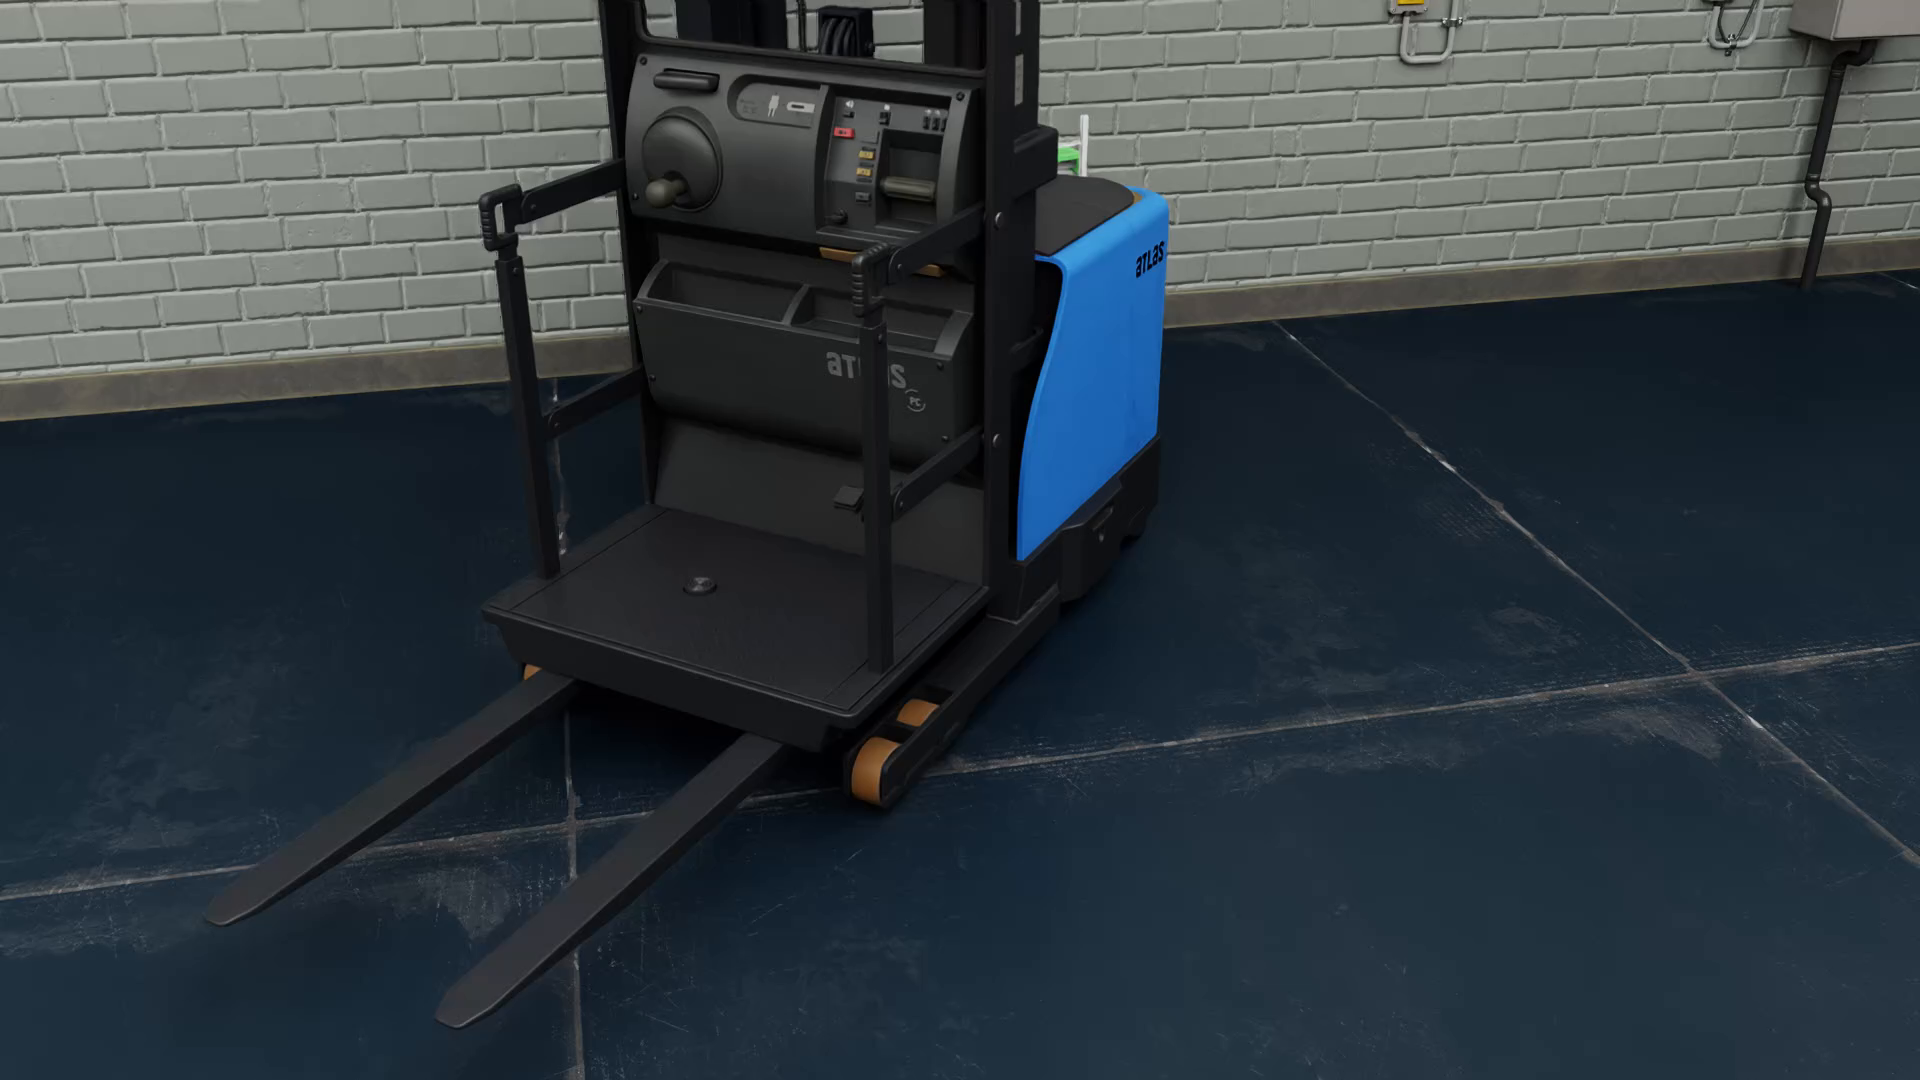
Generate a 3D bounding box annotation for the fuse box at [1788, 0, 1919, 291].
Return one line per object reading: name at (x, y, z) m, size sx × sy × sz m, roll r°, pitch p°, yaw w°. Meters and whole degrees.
fuse box at (3.838, -1.883, 7.081) m, size 0.539 × 1.711 × 0.414 m, roll -6°, pitch 27°, yaw -12°

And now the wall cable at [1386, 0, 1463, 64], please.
wall cable at (1.758, -2.776, 6.259) m, size 0.585 × 1.953 × 0.123 m, roll -6°, pitch 27°, yaw -12°

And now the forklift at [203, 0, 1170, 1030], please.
forklift at (-0.498, -0.899, 3.779) m, size 1.130 × 2.935 × 3.031 m, roll 13°, pitch 30°, yaw 25°

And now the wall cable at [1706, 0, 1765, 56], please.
wall cable at (3.138, -2.911, 6.561) m, size 0.588 × 1.984 × 0.122 m, roll -6°, pitch 27°, yaw -12°

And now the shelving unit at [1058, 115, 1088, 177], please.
shelving unit at (0.172, -0.869, 5.640) m, size 0.258 × 1.200 × 0.503 m, roll -15°, pitch 30°, yaw -27°

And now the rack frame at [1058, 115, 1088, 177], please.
rack frame at (0.298, -0.775, 5.453) m, size 0.240 × 1.200 × 0.015 m, roll -15°, pitch 30°, yaw -27°

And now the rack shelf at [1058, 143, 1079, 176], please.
rack shelf at (0.172, -1.240, 5.452) m, size 0.258 × 0.148 × 0.480 m, roll -15°, pitch 30°, yaw -27°
